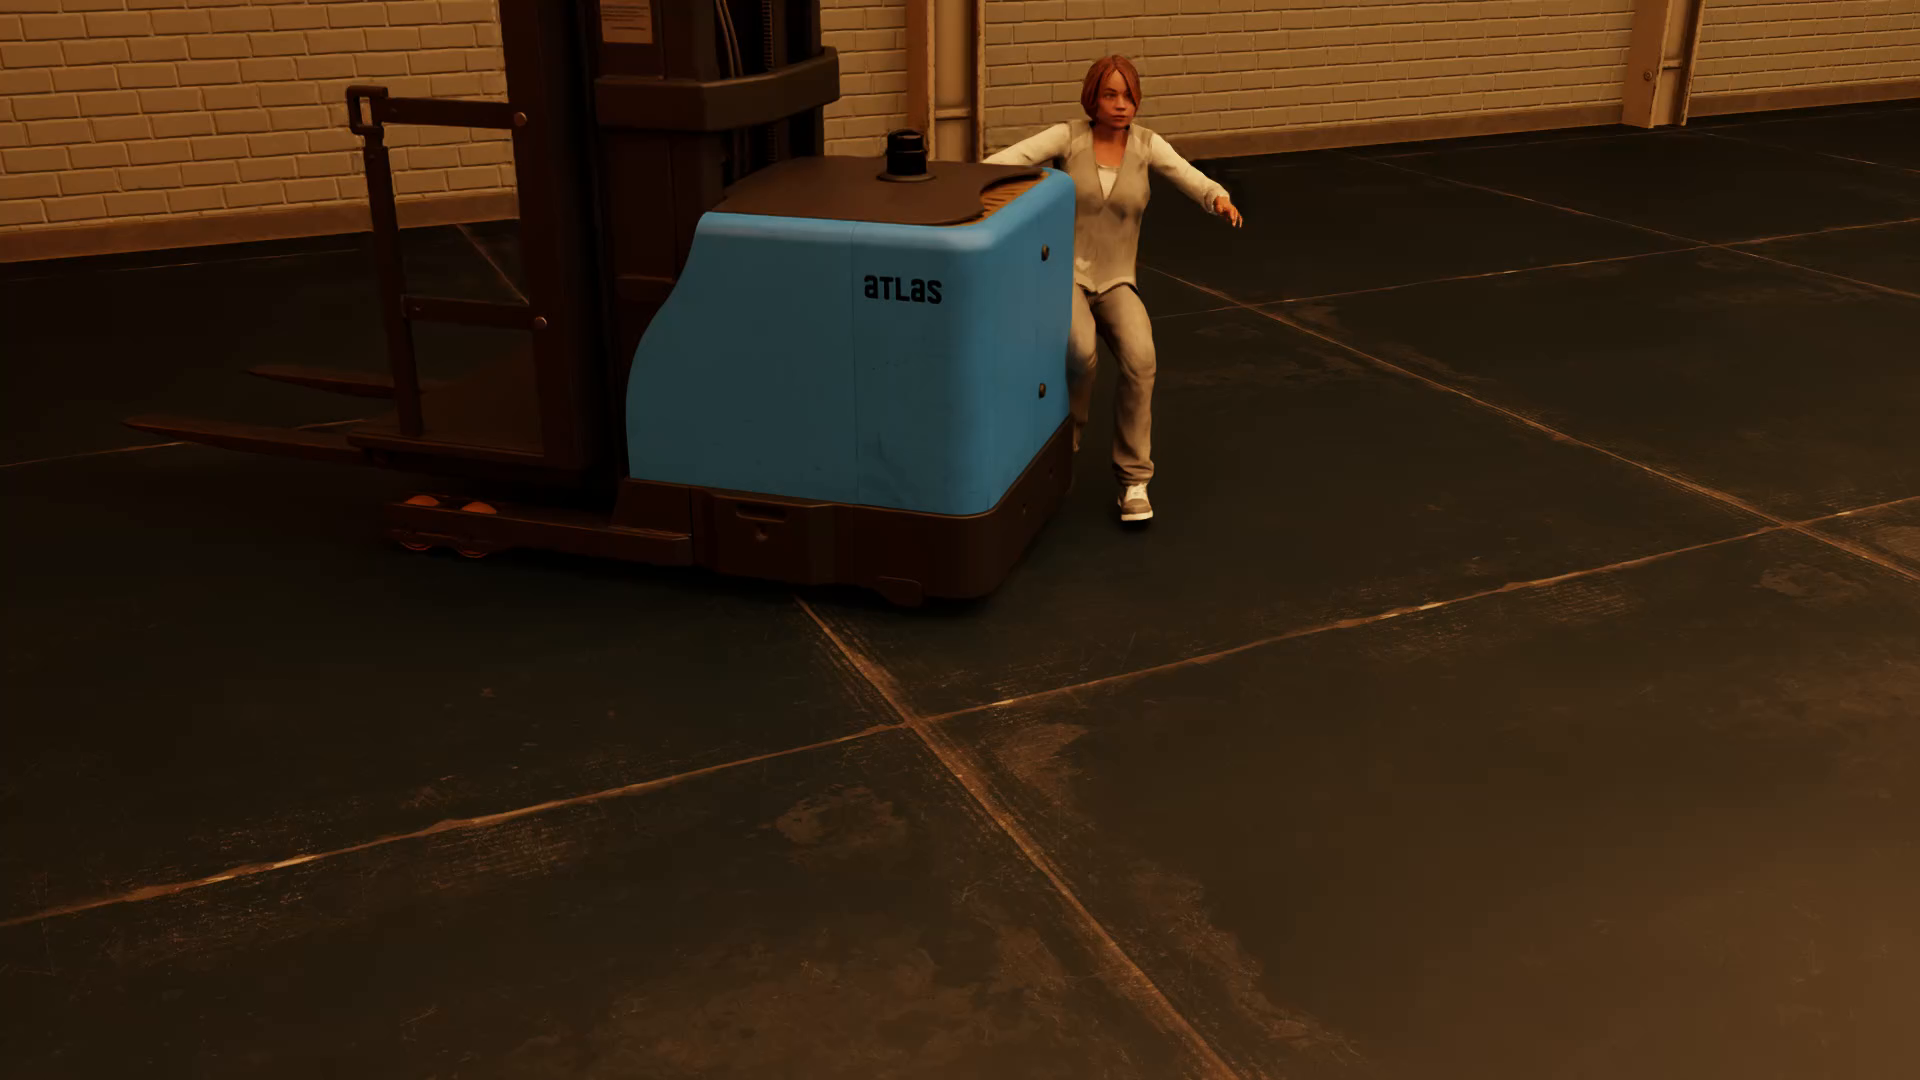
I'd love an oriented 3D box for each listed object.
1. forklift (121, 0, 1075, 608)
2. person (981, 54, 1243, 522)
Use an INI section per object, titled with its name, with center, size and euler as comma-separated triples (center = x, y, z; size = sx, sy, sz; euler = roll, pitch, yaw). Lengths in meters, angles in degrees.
[forklift]
center = -1.215, -1.482, 4.853
size = 3.031, 2.935, 1.130
euler = 7, 24, 16
[person]
center = 0.459, -0.795, 5.230
size = 0.832, 1.366, 0.755
euler = -5, 23, -13
